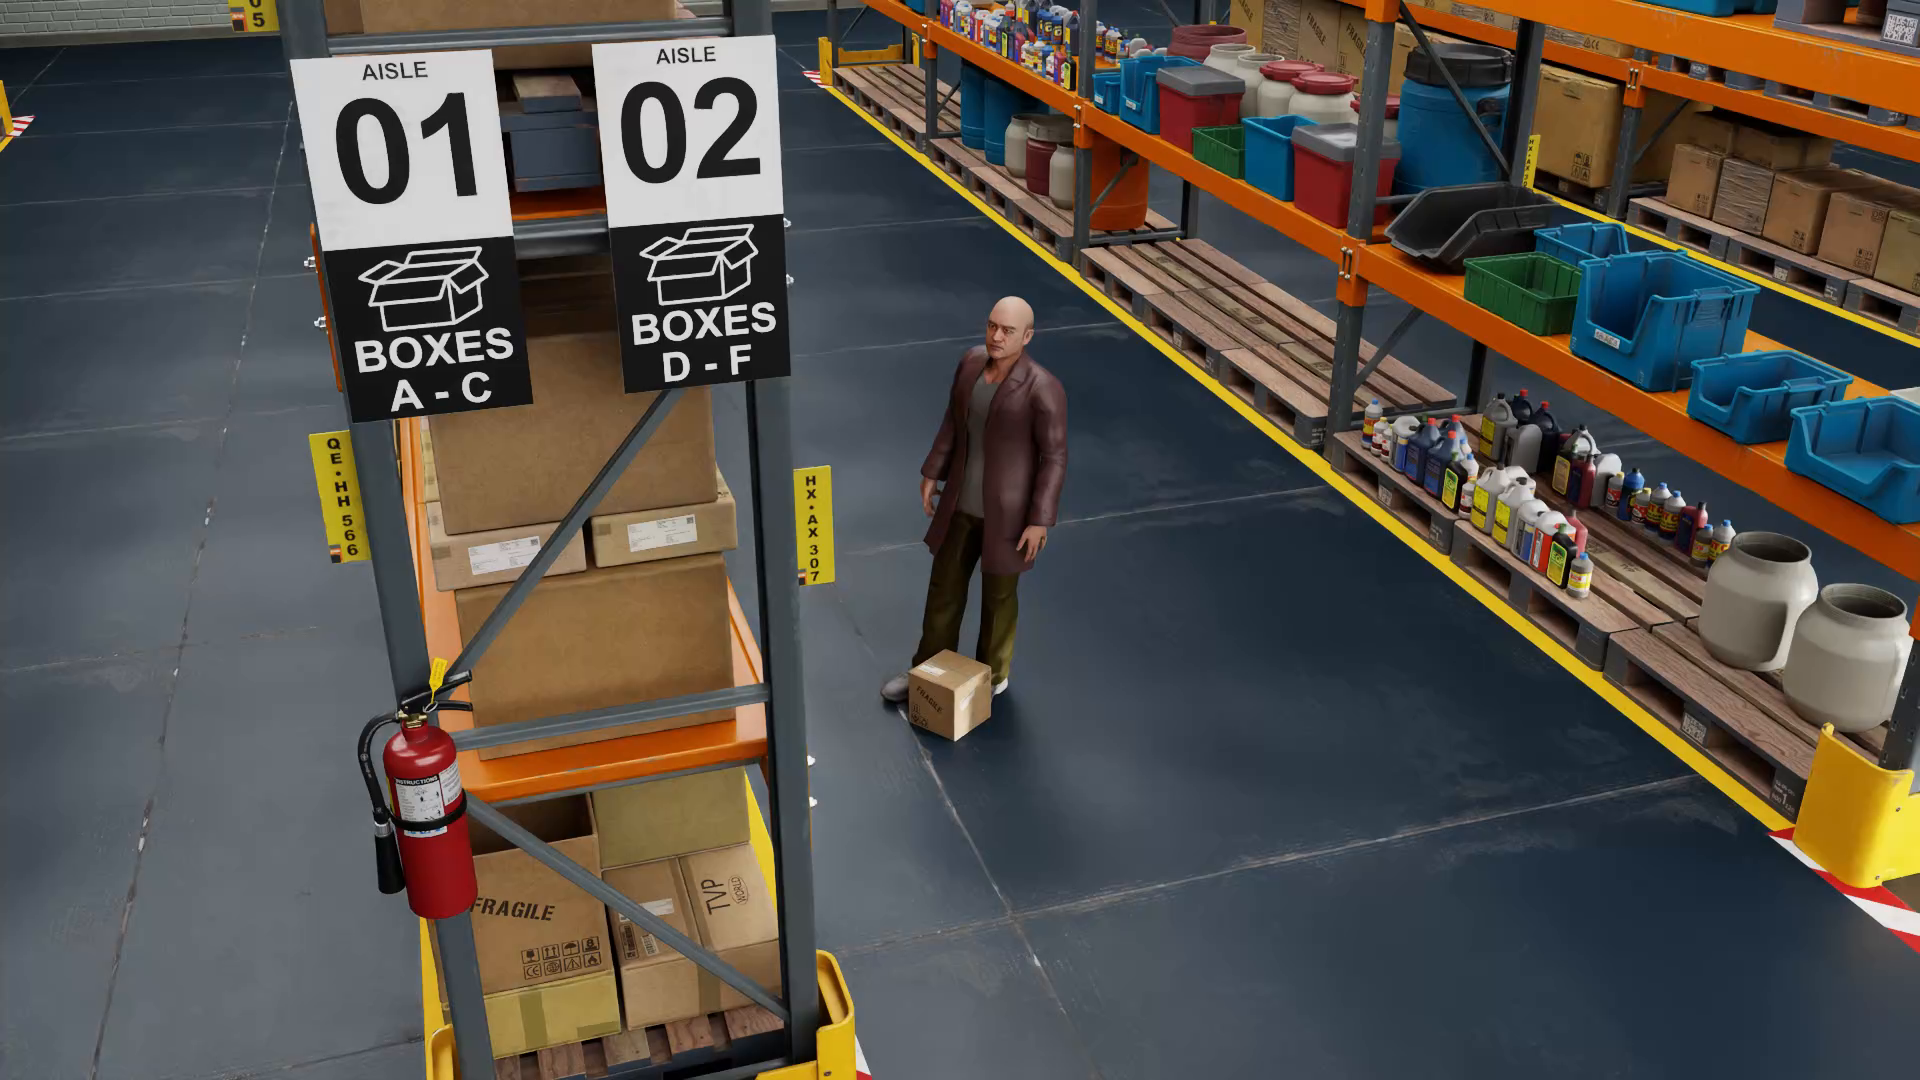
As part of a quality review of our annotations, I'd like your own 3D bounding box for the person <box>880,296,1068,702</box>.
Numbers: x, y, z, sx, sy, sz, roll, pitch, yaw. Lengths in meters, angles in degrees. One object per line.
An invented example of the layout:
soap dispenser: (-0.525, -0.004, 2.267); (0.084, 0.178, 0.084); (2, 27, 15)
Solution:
person: (0.065, -0.112, 6.839); (0.695, 1.777, 0.580); (20, 33, 35)
